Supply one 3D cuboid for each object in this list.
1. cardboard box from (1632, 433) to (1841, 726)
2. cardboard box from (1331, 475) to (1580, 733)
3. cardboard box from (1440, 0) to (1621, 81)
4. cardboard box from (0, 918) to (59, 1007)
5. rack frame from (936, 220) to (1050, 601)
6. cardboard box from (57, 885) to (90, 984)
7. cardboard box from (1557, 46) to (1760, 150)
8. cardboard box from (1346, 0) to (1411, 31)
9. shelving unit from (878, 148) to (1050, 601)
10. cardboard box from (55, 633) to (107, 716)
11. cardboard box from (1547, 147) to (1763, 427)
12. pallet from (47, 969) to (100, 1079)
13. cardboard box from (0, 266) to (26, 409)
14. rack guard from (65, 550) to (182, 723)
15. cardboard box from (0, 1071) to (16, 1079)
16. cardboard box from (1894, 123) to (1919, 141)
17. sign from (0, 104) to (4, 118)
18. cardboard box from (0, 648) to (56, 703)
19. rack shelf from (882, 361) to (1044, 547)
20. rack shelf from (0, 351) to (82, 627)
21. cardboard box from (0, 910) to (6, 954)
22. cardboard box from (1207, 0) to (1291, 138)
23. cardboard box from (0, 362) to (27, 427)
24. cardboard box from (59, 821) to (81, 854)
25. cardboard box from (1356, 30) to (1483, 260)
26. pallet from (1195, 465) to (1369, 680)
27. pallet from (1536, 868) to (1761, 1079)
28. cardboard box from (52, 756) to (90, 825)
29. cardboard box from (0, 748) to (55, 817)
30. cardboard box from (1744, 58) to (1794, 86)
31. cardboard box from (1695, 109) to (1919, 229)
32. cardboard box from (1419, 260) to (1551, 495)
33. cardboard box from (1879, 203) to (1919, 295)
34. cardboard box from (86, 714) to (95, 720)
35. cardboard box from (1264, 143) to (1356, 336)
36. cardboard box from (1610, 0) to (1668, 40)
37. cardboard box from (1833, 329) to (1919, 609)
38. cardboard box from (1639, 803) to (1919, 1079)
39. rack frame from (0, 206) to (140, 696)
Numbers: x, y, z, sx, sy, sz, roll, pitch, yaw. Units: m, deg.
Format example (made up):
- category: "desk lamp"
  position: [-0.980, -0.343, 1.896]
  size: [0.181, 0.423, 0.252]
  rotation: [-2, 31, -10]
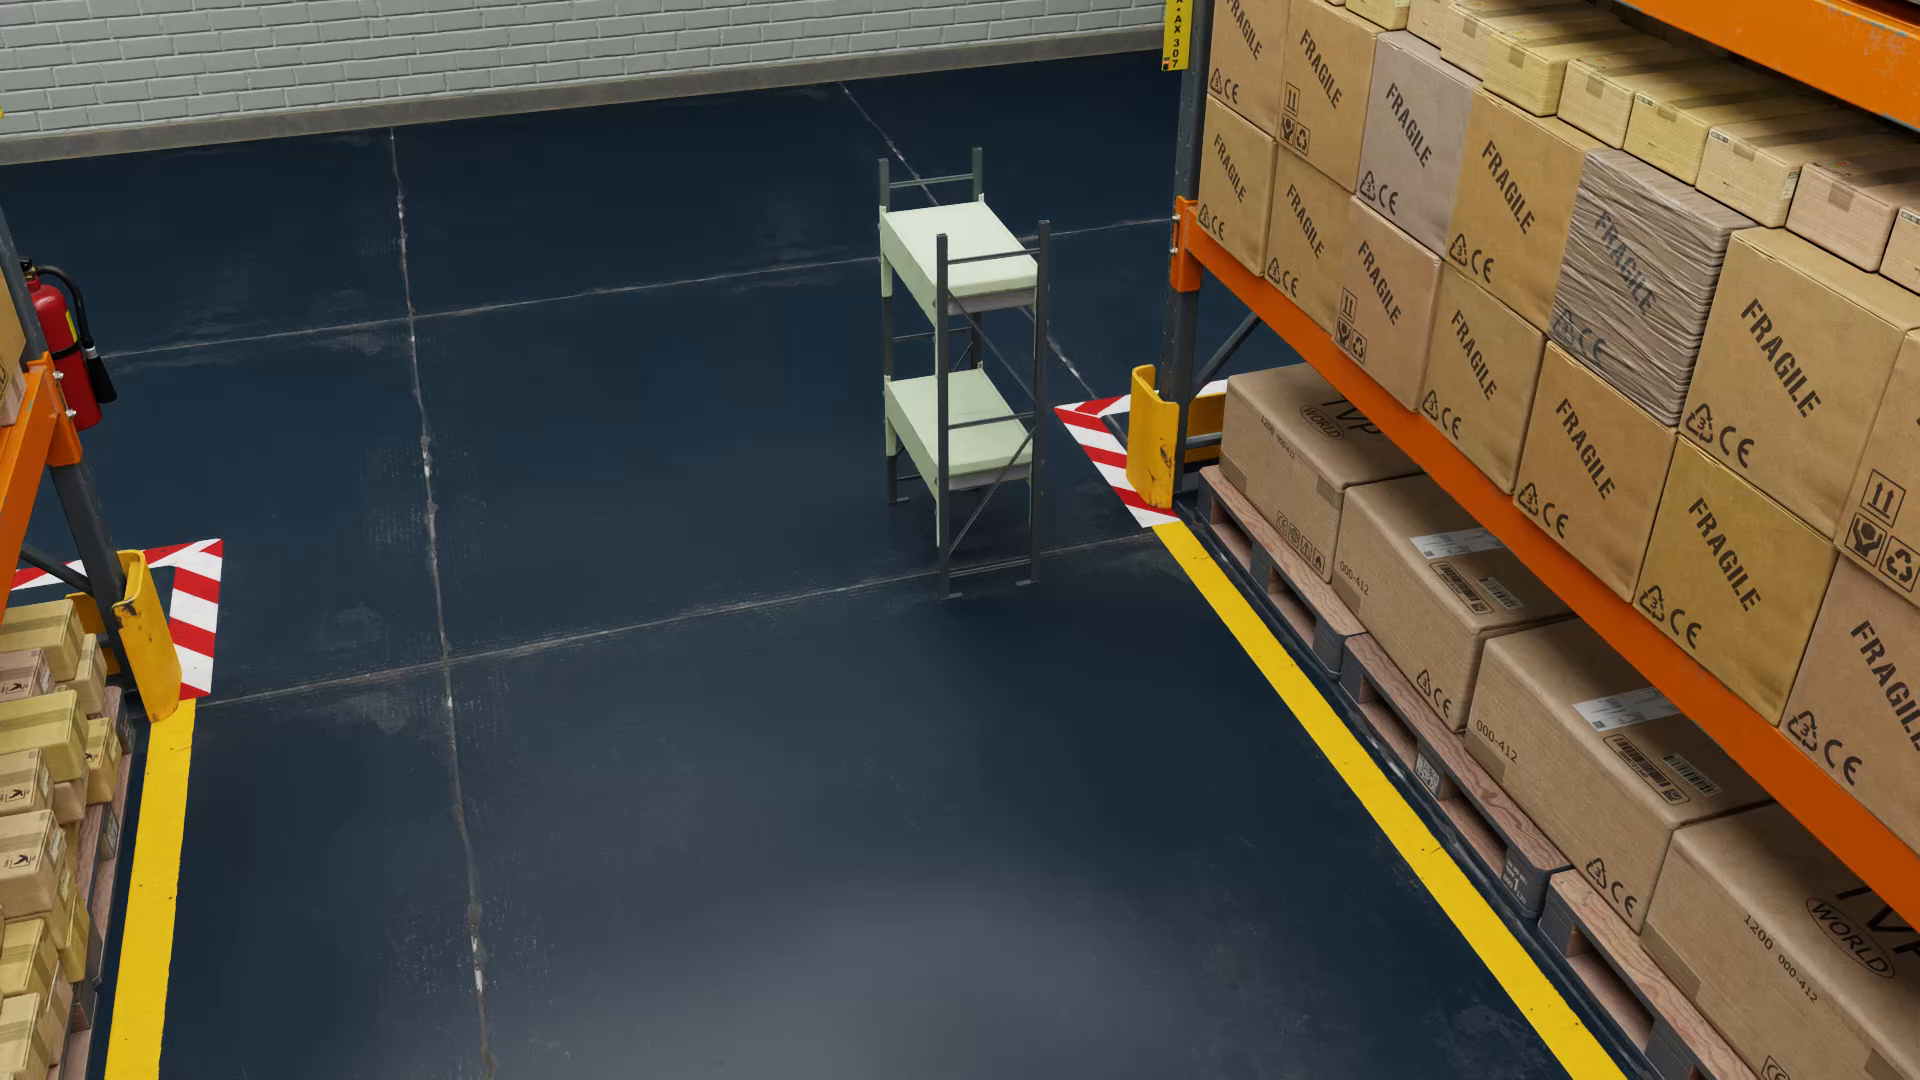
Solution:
- category: "cardboard box"
  position: [1.987, 0.042, 3.875]
  size: [0.500, 0.500, 0.500]
  rotation: [-11, 35, -16]
- category: "cardboard box"
  position: [1.897, 0.156, 5.737]
  size: [0.875, 0.438, 0.875]
  rotation: [-9, 35, -13]
- category: "cardboard box"
  position: [1.540, -1.360, 4.501]
  size: [0.380, 0.149, 0.250]
  rotation: [-10, 35, -14]
- category: "cardboard box"
  position: [-2.546, 1.138, 4.242]
  size: [0.380, 0.149, 0.250]
  rotation: [-8, 34, -12]
- category: "rack frame"
  position: [0.114, -0.430, 6.040]
  size: [0.400, 1.500, 0.023]
  rotation: [-10, 35, -15]
- category: "cardboard box"
  position: [-2.612, 1.116, 4.545]
  size: [0.380, 0.149, 0.250]
  rotation: [-12, 35, -17]
- category: "cardboard box"
  position: [1.718, -1.093, 4.097]
  size: [0.380, 0.149, 0.250]
  rotation: [-10, 35, -15]
- category: "cardboard box"
  position: [1.374, -1.627, 4.905]
  size: [0.380, 0.149, 0.250]
  rotation: [-11, 35, -16]
- category: "shelving unit"
  position: [0.002, -0.622, 6.331]
  size: [0.431, 1.500, 0.755]
  rotation: [-10, 35, -15]
- category: "cardboard box"
  position: [-2.937, 0.458, 5.271]
  size: [0.380, 0.149, 0.250]
  rotation: [-11, 35, -16]
- category: "cardboard box"
  position: [1.816, -0.640, 4.001]
  size: [0.500, 0.500, 0.500]
  rotation: [-10, 35, -14]
- category: "pallet"
  position: [-2.764, 1.614, 4.116]
  size: [1.003, 0.211, 1.213]
  rotation: [-10, 35, -15]
- category: "cardboard box"
  position: [-2.988, -0.635, 4.629]
  size: [0.500, 0.500, 0.500]
  rotation: [-9, 35, -14]
- category: "rack guard"
  position: [-3.347, 0.421, 5.659]
  size: [1.175, 0.500, 0.348]
  rotation: [-10, 35, -15]
- category: "cardboard box"
  position: [-2.384, 1.411, 3.828]
  size: [0.380, 0.149, 0.250]
  rotation: [-10, 35, -15]
- category: "cardboard box"
  position: [2.402, -0.930, 3.850]
  size: [0.380, 0.149, 0.250]
  rotation: [-11, 35, -16]
- category: "sign"
  position: [-2.835, -1.359, 4.749]
  size: [0.100, 0.325, 0.005]
  rotation: [-10, 35, -15]
- category: "cardboard box"
  position: [-2.945, 0.482, 4.966]
  size: [0.380, 0.149, 0.250]
  rotation: [-9, 35, -14]
- category: "rack shelf"
  position: [0.002, -0.350, 6.511]
  size: [0.431, 0.370, 0.720]
  rotation: [-10, 35, -15]
- category: "rack shelf"
  position: [-2.760, 0.689, 3.639]
  size: [1.077, 0.370, 4.000]
  rotation: [-10, 35, -15]
- category: "cardboard box"
  position: [-2.617, 1.031, 4.134]
  size: [0.380, 0.149, 0.250]
  rotation: [-11, 35, -16]
- category: "cardboard box"
  position: [1.189, -1.706, 5.613]
  size: [0.500, 0.500, 0.500]
  rotation: [-11, 35, -16]
- category: "cardboard box"
  position: [-3.001, -0.433, 4.912]
  size: [0.380, 0.149, 0.250]
  rotation: [-10, 35, -15]
- category: "cardboard box"
  position: [-2.837, 0.865, 4.925]
  size: [0.380, 0.149, 0.250]
  rotation: [-10, 35, -15]
- category: "cardboard box"
  position: [1.517, -1.167, 4.797]
  size: [0.500, 0.500, 0.500]
  rotation: [-10, 35, -15]
- category: "pallet"
  position: [1.632, 0.023, 6.523]
  size: [1.003, 0.211, 1.213]
  rotation: [-10, 35, -15]
- category: "pallet"
  position: [2.376, 1.304, 4.585]
  size: [1.003, 0.211, 1.213]
  rotation: [-10, 35, -15]
- category: "cardboard box"
  position: [-2.777, 0.730, 4.859]
  size: [0.380, 0.149, 0.250]
  rotation: [-11, 35, -17]
- category: "cardboard box"
  position: [-2.726, 0.743, 4.570]
  size: [0.380, 0.149, 0.250]
  rotation: [-11, 35, -17]
- category: "cardboard box"
  position: [2.238, -1.188, 4.242]
  size: [0.380, 0.149, 0.250]
  rotation: [-10, 35, -15]
- category: "cardboard box"
  position: [1.888, -0.829, 3.698]
  size: [0.380, 0.149, 0.250]
  rotation: [-10, 35, -15]
- category: "cardboard box"
  position: [1.674, -0.497, 4.691]
  size: [0.500, 0.500, 0.500]
  rotation: [-9, 34, -13]
- category: "cardboard box"
  position: [2.093, -0.574, 3.311]
  size: [0.380, 0.149, 0.250]
  rotation: [-10, 35, -15]
- category: "cardboard box"
  position: [-3.011, 0.594, 5.335]
  size: [0.380, 0.149, 0.250]
  rotation: [-9, 35, -14]
- category: "cardboard box"
  position: [1.367, -1.027, 5.493]
  size: [0.500, 0.500, 0.500]
  rotation: [-10, 35, -15]
- category: "cardboard box"
  position: [2.055, -1.461, 4.654]
  size: [0.380, 0.149, 0.250]
  rotation: [-9, 35, -14]
- category: "cardboard box"
  position: [2.127, -0.107, 3.193]
  size: [0.500, 0.500, 0.500]
  rotation: [-10, 35, -15]
- category: "cardboard box"
  position: [2.444, 1.099, 4.309]
  size: [0.875, 0.438, 0.875]
  rotation: [-11, 35, -15]
- category: "rack frame"
  position: [-3.370, -0.661, 5.030]
  size: [1.000, 3.000, 0.127]
  rotation: [-10, 35, -15]
